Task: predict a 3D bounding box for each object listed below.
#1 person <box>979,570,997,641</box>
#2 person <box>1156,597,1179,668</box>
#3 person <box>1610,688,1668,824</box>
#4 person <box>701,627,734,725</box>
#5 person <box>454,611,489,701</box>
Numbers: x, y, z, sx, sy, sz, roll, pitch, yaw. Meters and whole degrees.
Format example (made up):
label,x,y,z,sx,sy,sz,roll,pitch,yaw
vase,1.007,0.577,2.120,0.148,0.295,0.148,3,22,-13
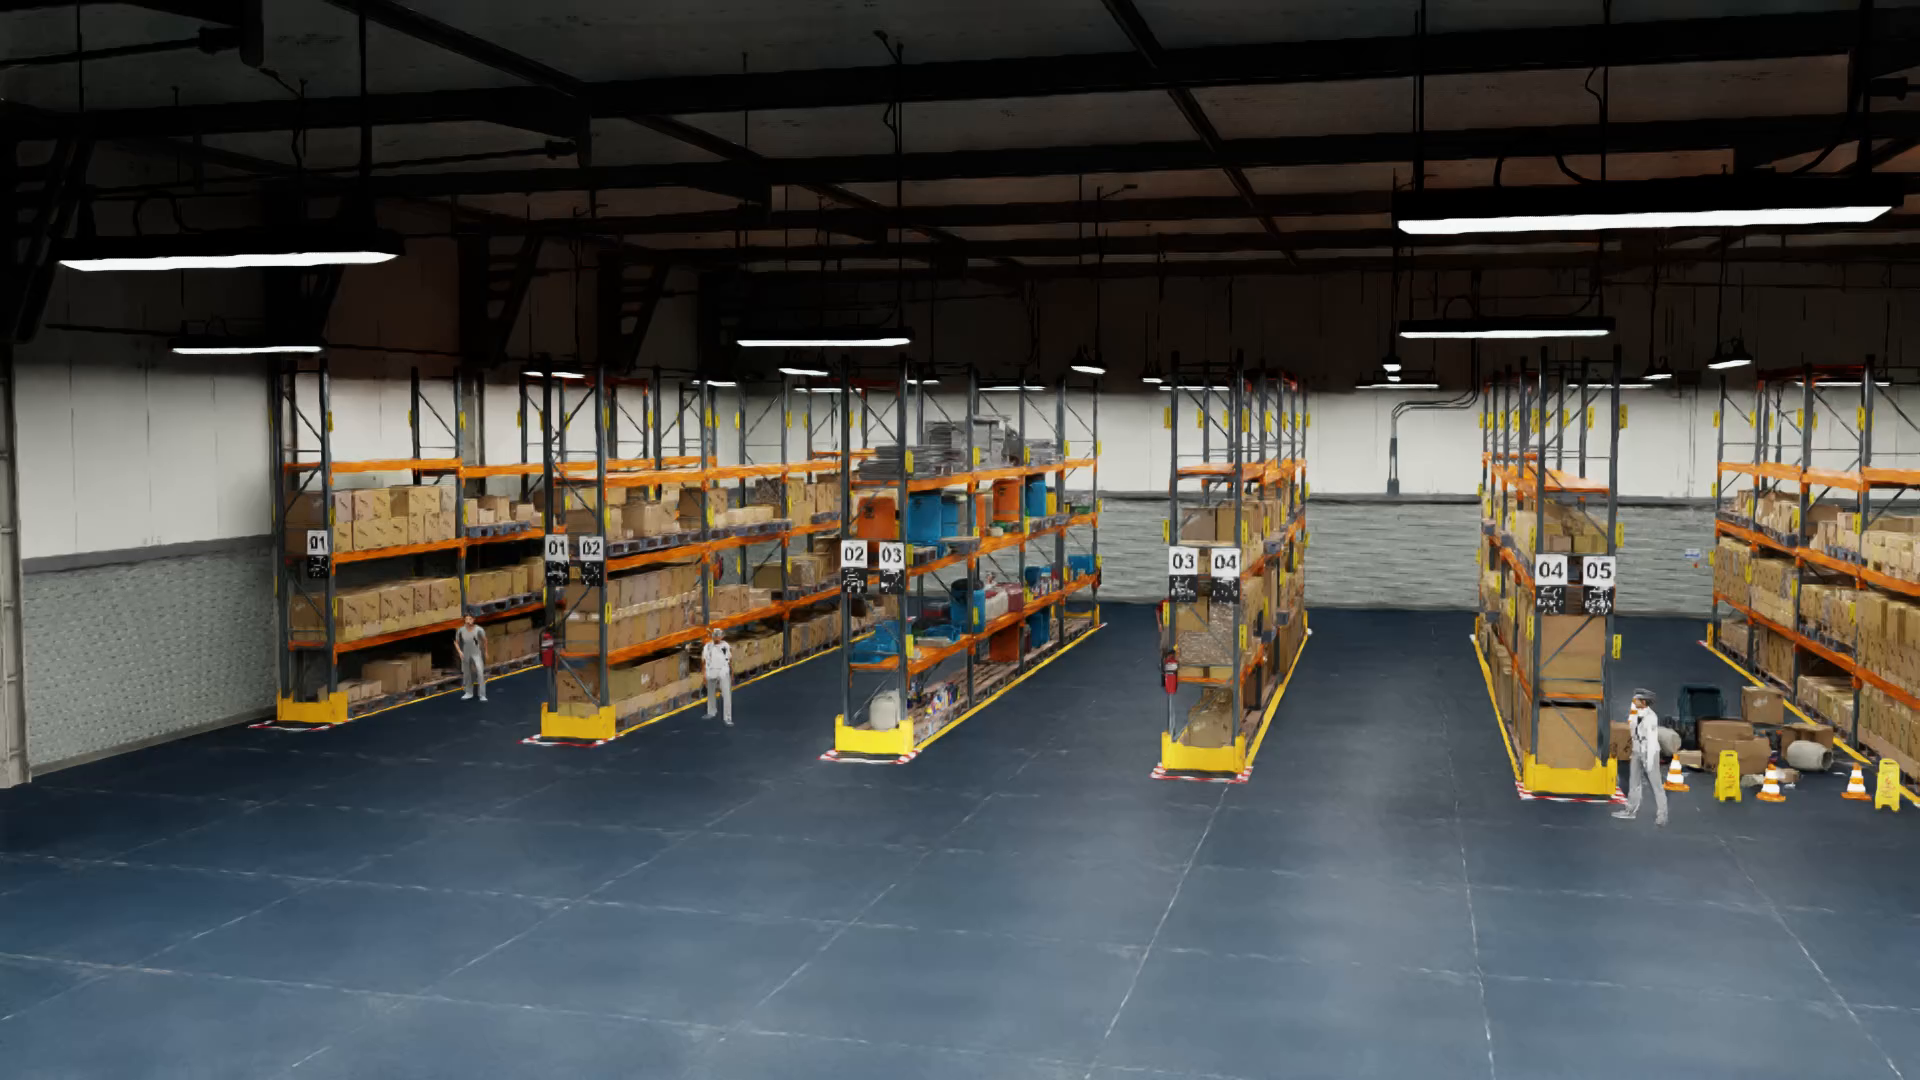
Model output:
label,x,y,z,sx,sy,sz,roll,pitch,yaw
person,0.702,1.471,37.598,0.483,1.614,0.986,2,5,25
person,4.276,1.767,33.440,0.682,1.675,0.529,1,4,13
person,8.510,2.675,20.749,0.600,1.657,0.589,0,4,-3
person,-4.004,2.229,27.454,0.519,1.613,0.942,-1,4,-8
person,-8.677,2.062,29.611,0.600,1.614,0.774,0,4,-6
